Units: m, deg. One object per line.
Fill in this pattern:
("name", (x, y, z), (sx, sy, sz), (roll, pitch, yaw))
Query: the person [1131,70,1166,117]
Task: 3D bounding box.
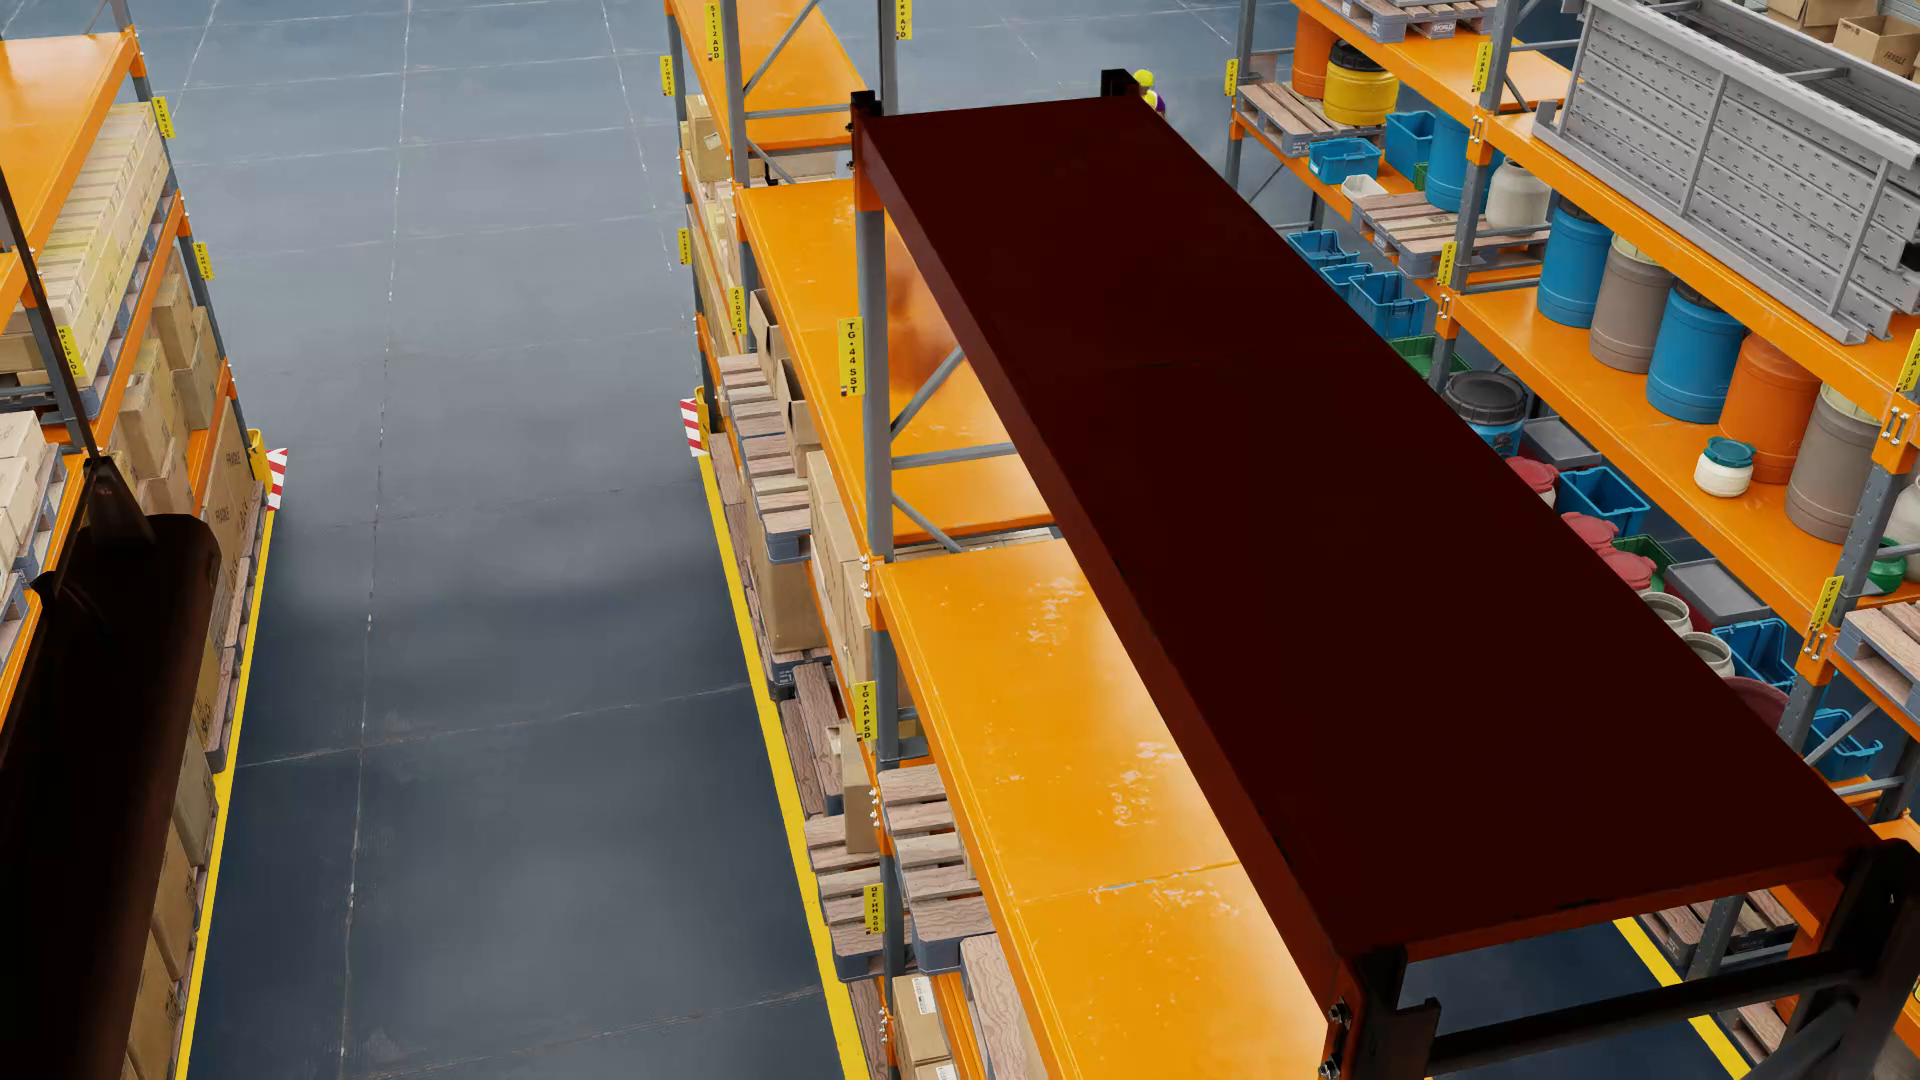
("person", (2.050, -4.525, 19.115), (0.852, 1.776, 0.694), (8, 35, 12))
